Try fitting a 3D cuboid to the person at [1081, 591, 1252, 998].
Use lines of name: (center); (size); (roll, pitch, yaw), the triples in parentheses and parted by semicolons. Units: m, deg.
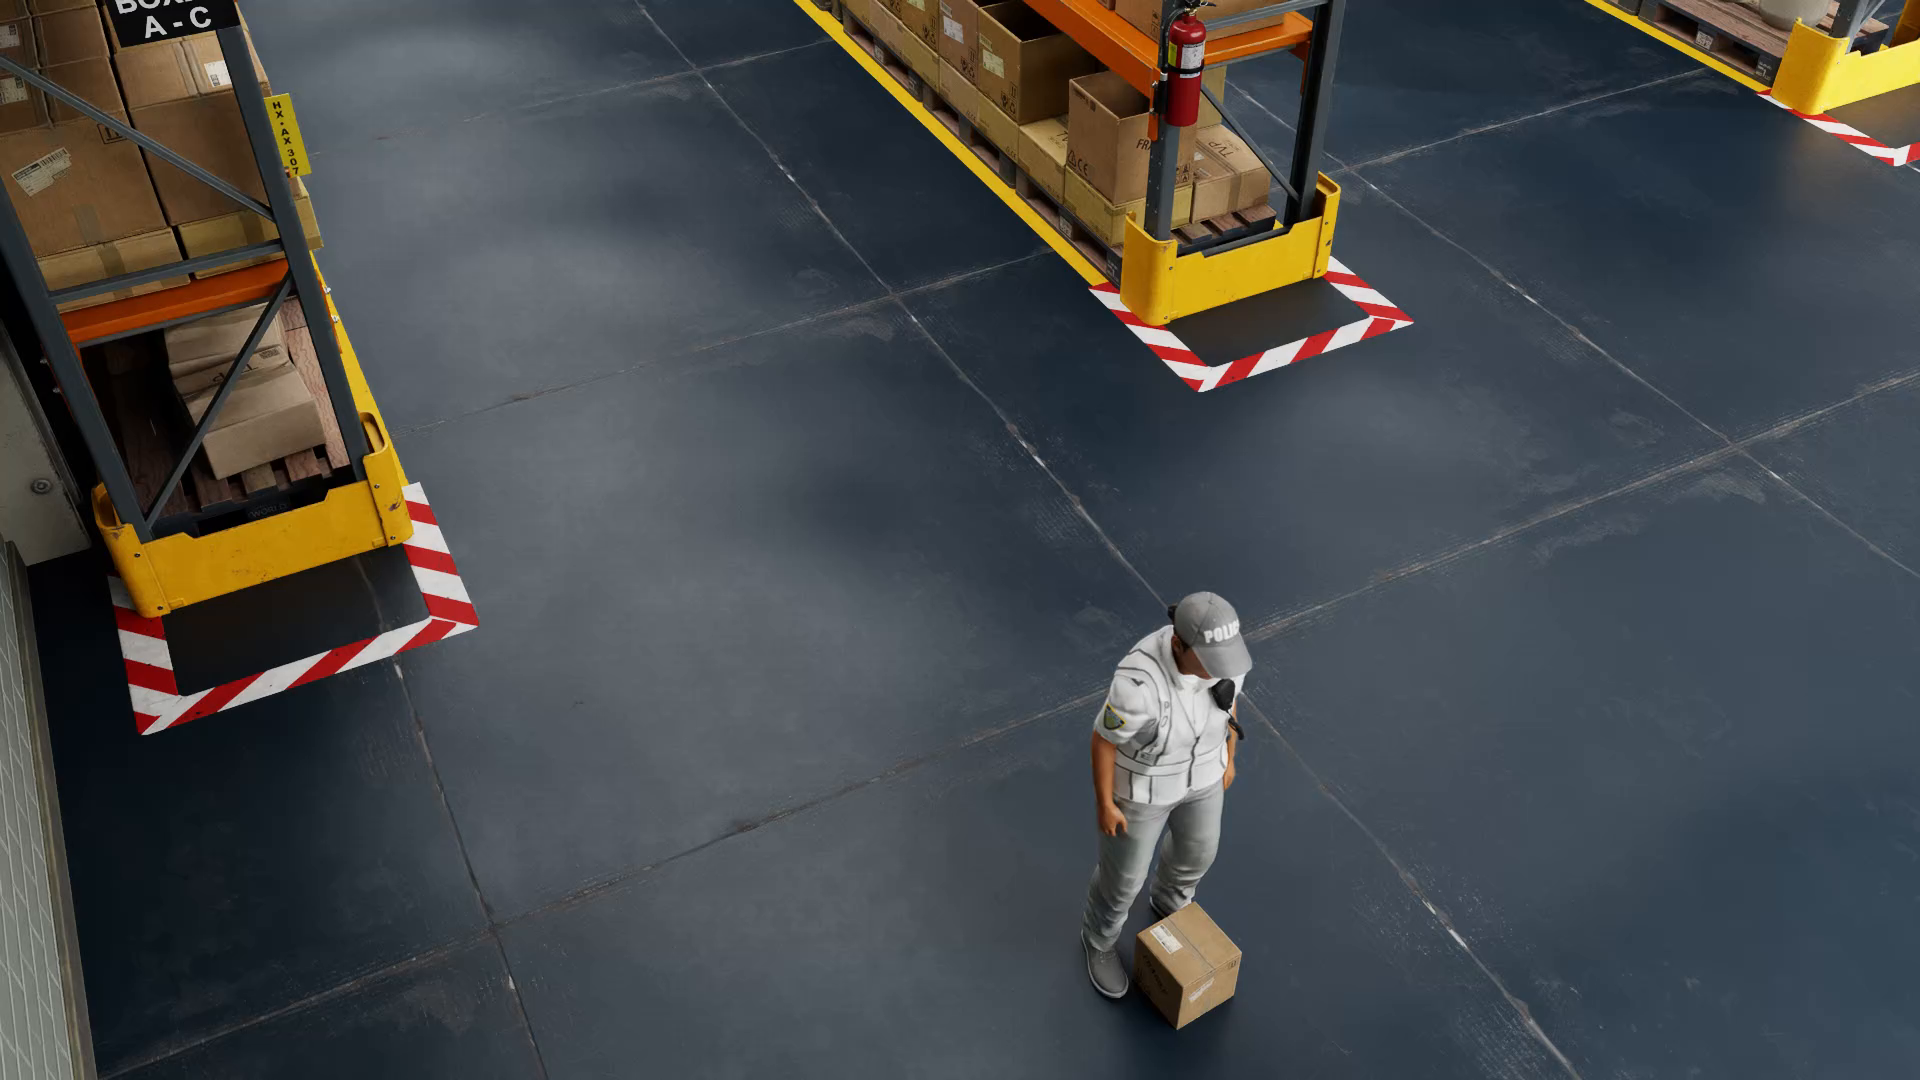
person: (0.654, 0.772, 5.282); (0.537, 1.665, 0.469); (-19, 45, -21)
